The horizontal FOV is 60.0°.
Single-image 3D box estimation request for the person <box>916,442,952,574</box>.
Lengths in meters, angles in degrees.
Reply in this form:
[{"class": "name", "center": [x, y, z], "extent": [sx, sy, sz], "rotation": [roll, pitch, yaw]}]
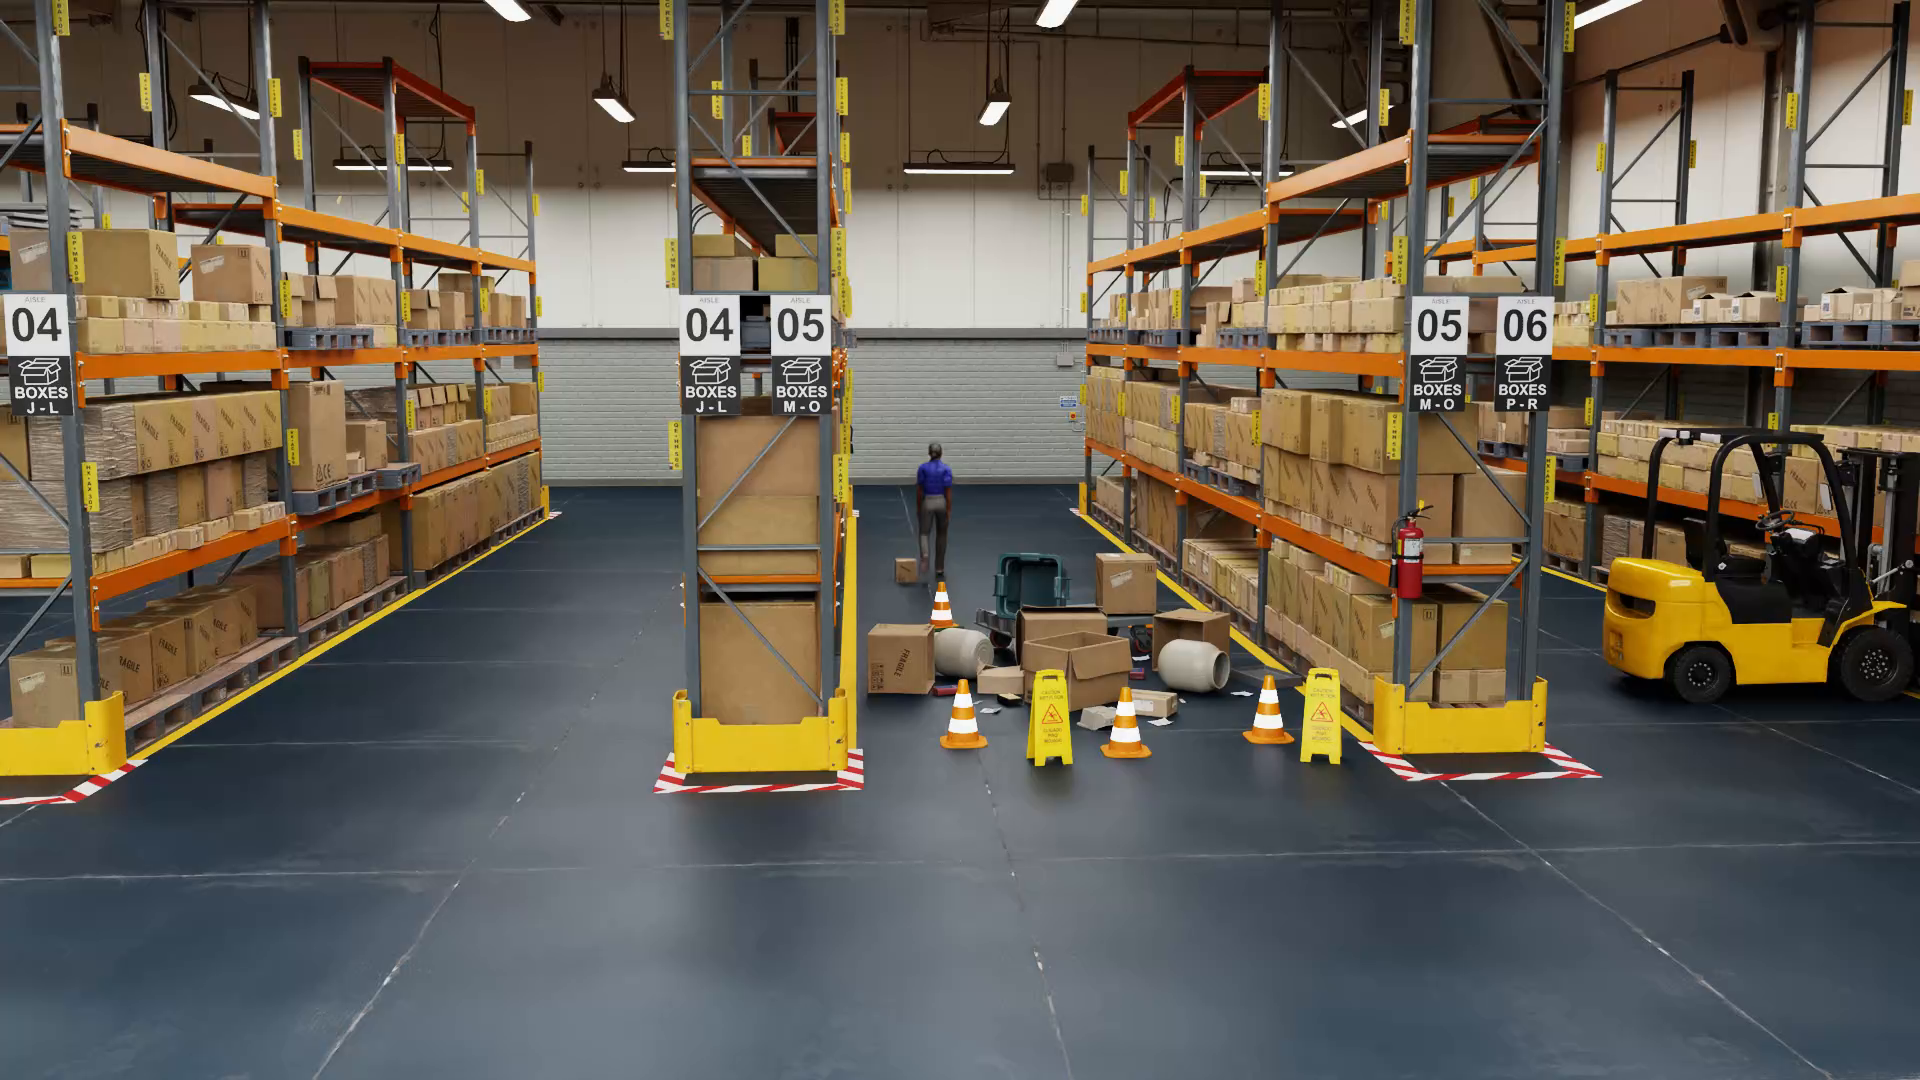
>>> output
[{"class": "person", "center": [-0.315, -0.384, 20.285], "extent": [0.439, 1.623, 0.795], "rotation": [0, 7, 0]}]
